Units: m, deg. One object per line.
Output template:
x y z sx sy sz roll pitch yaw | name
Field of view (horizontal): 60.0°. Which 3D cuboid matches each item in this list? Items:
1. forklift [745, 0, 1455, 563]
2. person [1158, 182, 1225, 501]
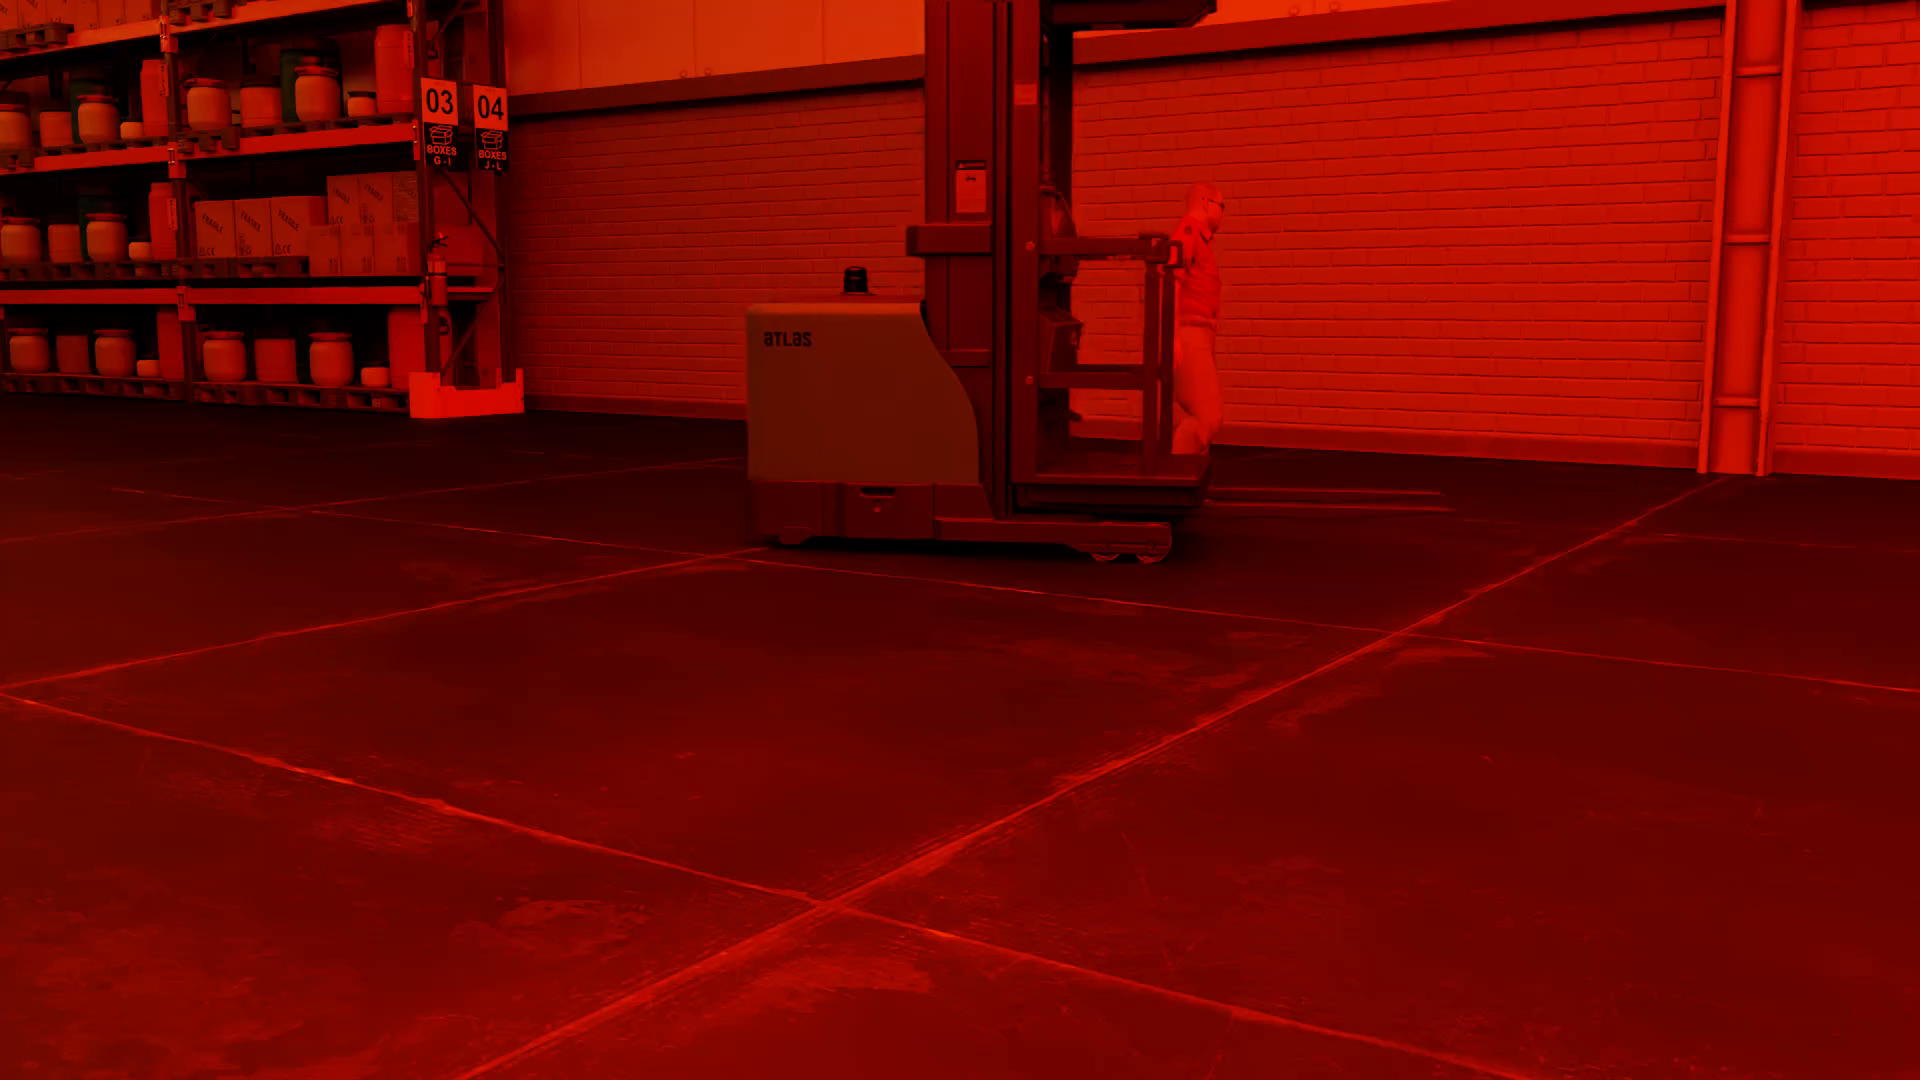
0.621 -1.437 7.298 3.031 2.935 1.130 2 8 11 | forklift
1.193 -1.015 8.722 0.400 1.691 0.871 1 8 9 | person
